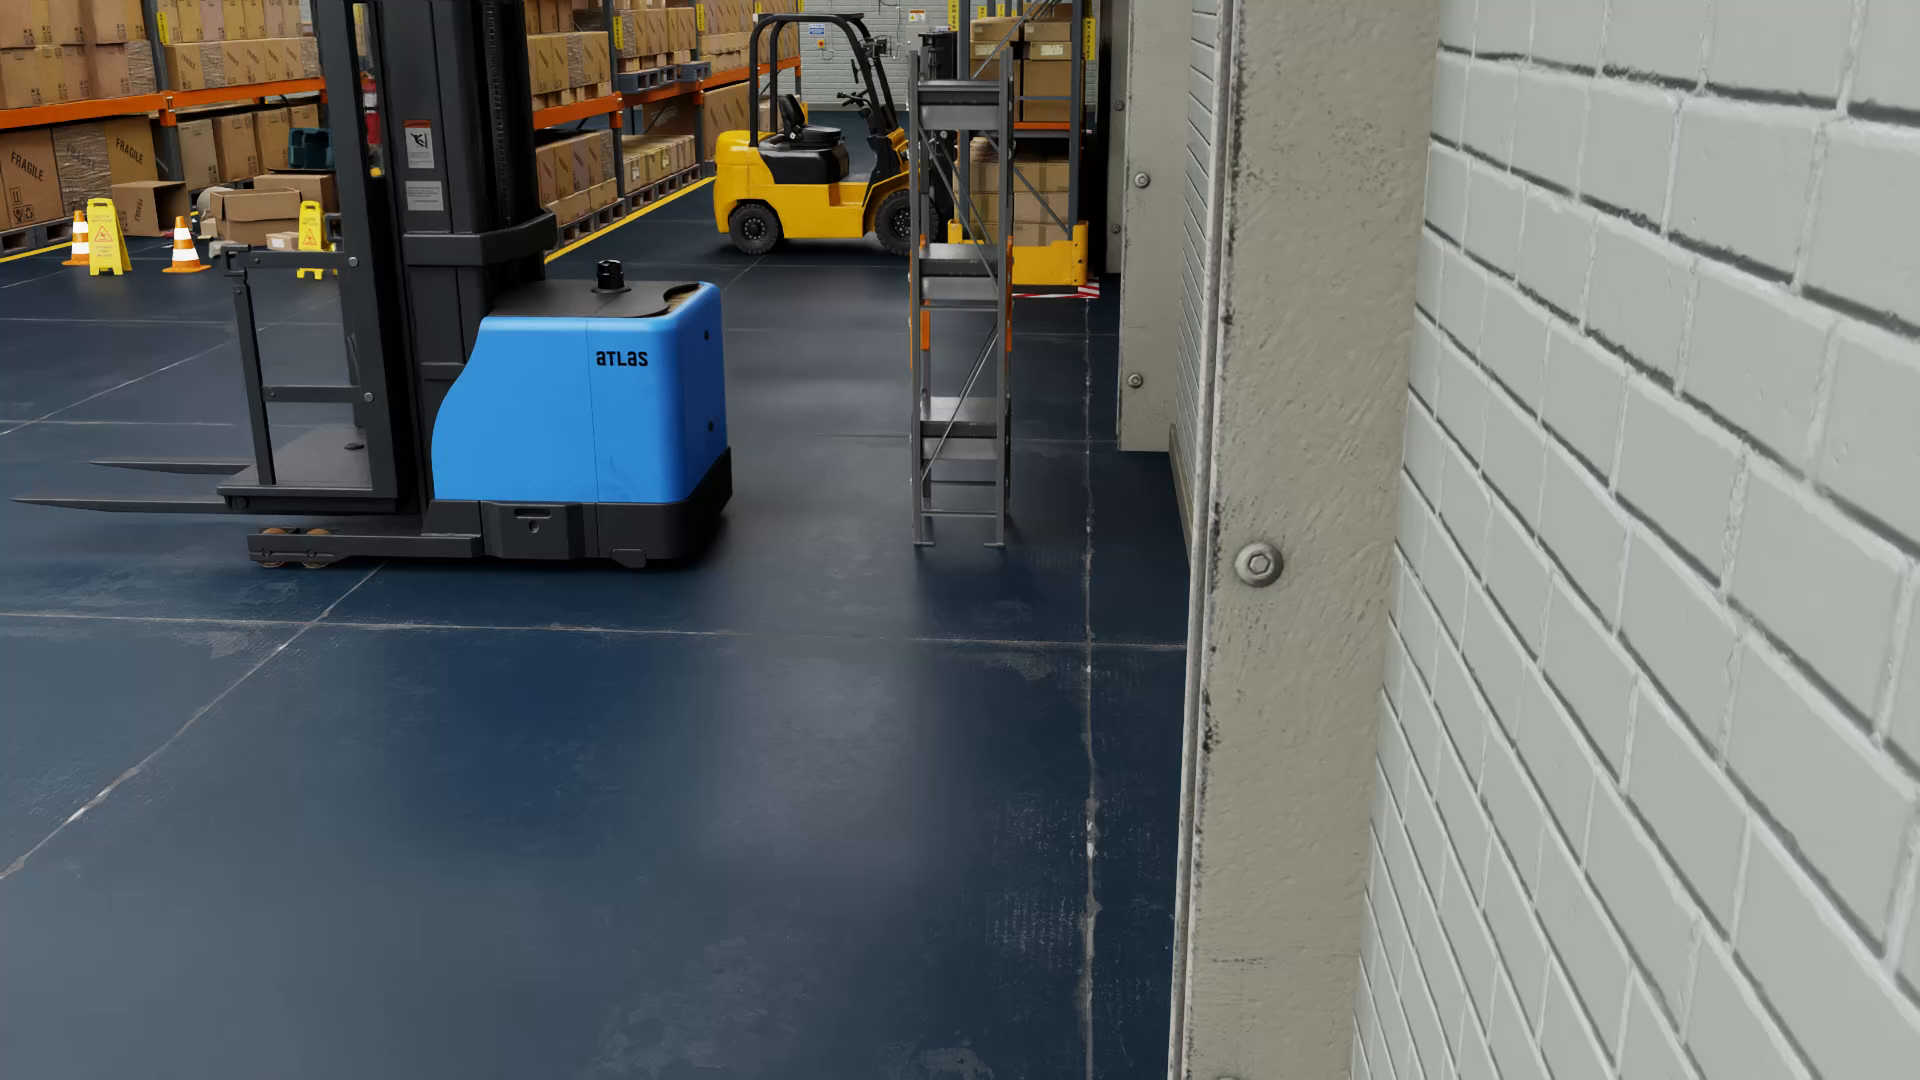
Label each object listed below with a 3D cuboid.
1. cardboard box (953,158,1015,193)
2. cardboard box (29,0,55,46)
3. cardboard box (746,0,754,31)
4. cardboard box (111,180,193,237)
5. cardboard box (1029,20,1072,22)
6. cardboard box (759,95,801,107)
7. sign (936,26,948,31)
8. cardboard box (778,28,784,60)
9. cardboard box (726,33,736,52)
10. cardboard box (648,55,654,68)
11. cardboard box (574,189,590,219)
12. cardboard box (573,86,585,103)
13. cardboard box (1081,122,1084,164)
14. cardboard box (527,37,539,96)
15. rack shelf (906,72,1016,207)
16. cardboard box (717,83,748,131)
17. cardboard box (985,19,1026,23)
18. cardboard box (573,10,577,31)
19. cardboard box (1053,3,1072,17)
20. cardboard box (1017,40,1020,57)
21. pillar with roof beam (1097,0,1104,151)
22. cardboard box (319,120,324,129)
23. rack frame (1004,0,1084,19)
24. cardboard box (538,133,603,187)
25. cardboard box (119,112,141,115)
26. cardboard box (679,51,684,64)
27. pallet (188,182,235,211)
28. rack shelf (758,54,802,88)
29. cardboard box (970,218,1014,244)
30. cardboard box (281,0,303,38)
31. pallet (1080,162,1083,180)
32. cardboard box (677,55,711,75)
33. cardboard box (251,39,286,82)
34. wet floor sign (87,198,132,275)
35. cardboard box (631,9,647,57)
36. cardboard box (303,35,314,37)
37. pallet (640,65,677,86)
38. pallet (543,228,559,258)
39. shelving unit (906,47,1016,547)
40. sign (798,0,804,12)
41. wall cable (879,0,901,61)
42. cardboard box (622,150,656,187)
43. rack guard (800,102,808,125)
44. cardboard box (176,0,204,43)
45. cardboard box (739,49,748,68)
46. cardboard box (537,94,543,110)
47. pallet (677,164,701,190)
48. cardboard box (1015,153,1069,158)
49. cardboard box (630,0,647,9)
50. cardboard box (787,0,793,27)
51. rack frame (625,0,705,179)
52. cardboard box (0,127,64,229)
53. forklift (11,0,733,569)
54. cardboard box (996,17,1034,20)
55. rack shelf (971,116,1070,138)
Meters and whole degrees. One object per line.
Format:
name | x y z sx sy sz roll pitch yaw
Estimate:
cardboard box | 0.214 -3.147 14.347 0.500 0.250 0.500 2 18 6
cardboard box | -9.307 -5.028 15.976 0.875 0.550 0.500 1 18 4
cardboard box | -3.380 -7.844 24.779 0.500 0.500 0.500 2 18 6
cardboard box | -8.205 -3.369 16.897 0.500 0.500 0.500 4 19 13
cardboard box | 0.813 -4.548 14.805 0.380 0.149 0.250 2 18 6
cardboard box | -3.260 -7.483 28.883 0.875 0.438 0.875 1 18 2
sign | -0.339 -10.376 34.424 0.329 0.494 0.001 1 18 4
cardboard box | -3.185 -8.124 27.238 0.500 0.500 0.500 2 18 6
cardboard box | -3.467 -7.014 23.449 0.500 0.250 0.500 2 18 5
cardboard box | -3.767 -5.549 19.269 0.380 0.149 0.250 1 18 4
cardboard box | -4.016 -3.361 16.605 0.500 0.250 0.500 2 18 5
cardboard box | -3.961 -4.440 16.558 0.380 0.149 0.250 1 18 3
cardboard box | 1.375 -5.250 21.969 0.500 0.500 0.500 2 18 6
cardboard box | -4.114 -4.230 14.876 0.500 0.500 0.500 2 18 6
rack shelf | 0.012 -1.701 7.039 0.431 0.518 0.480 1 18 4
cardboard box | -3.620 -6.181 24.206 0.875 0.875 0.875 2 18 6
cardboard box | 0.412 -4.719 15.327 0.380 0.149 0.250 2 18 5
cardboard box | -4.368 -5.518 18.134 0.500 0.500 0.500 1 18 3
cardboard box | 1.725 -8.239 26.310 0.500 0.500 0.500 1 18 2
cardboard box | 0.335 -4.335 14.633 0.380 0.149 0.250 1 18 4
pillar with roof beam | -1.993 -10.499 25.014 9.100 9.000 0.400 1 18 4
cardboard box | -8.525 -5.528 22.818 0.500 0.500 0.500 1 18 2
rack frame | 1.066 -6.114 21.265 1.000 3.000 0.127 1 18 4
cardboard box | -3.982 -3.883 16.993 0.500 0.500 0.500 2 18 5
cardboard box | -13.509 -6.678 25.723 1.225 0.875 0.875 1 18 4
cardboard box | -3.621 -5.955 20.507 0.380 0.149 0.250 0 18 1
pallet | -9.137 -3.977 19.220 1.003 0.211 1.213 1 18 4
rack shelf | -3.455 -7.745 27.398 1.077 0.370 4.000 1 18 4
cardboard box | 0.211 -2.675 14.512 0.500 0.250 0.500 1 18 4
cardboard box | -8.872 -6.686 21.245 0.700 0.500 0.500 1 18 4
pallet | 1.157 -5.020 22.404 1.003 0.211 1.213 1 18 4
cardboard box | -3.600 -6.299 22.069 0.500 0.250 0.500 1 18 3
cardboard box | -8.668 -5.894 20.433 0.500 0.500 0.500 1 18 3
wet floor sign | -7.431 -2.646 14.462 0.267 0.644 0.232 -2 18 -6
cardboard box | -3.817 -5.665 18.580 0.500 0.500 0.500 1 18 4
cardboard box | -8.595 -6.670 22.212 0.380 0.149 0.250 2 18 6
pallet | -3.987 -5.517 19.750 1.003 0.211 1.213 1 18 4
pallet | -4.360 -2.689 15.290 1.003 0.211 1.213 1 18 4
shelving unit | 0.012 -1.049 7.253 0.431 2.100 0.503 1 18 4
sign | -2.772 -9.355 28.915 0.100 0.325 0.005 1 18 4
wall cable | -1.516 -10.915 34.284 0.588 1.984 0.122 1 18 4
cardboard box | -4.089 -4.318 19.331 0.950 0.372 0.625 2 18 7
rack guard | -3.310 -7.528 29.594 1.175 0.500 0.348 1 18 4
cardboard box | -9.052 -5.897 18.837 0.700 0.500 0.500 1 18 3
cardboard box | -3.417 -7.092 24.489 0.500 0.250 0.500 1 18 3
cardboard box | -4.075 -4.039 15.335 0.380 0.149 0.250 2 18 5
pallet | -3.943 -4.656 21.293 1.003 0.211 1.213 1 18 4
cardboard box | 0.748 -3.298 14.805 0.500 0.250 0.500 1 18 4
cardboard box | -3.811 -6.156 19.038 0.380 0.149 0.250 2 18 7
cardboard box | -3.117 -8.913 28.040 0.500 0.500 0.500 1 18 4
rack frame | -3.886 -6.224 21.599 1.000 3.000 0.127 1 18 4
cardboard box | -9.360 -3.493 16.005 0.875 0.875 0.875 1 18 3
forklift | -2.611 -1.433 7.090 3.031 2.935 1.130 1 18 3
cardboard box | 0.549 -5.193 16.773 0.380 0.149 0.250 2 18 5
rack shelf | 0.636 -4.002 15.659 0.919 0.124 3.809 1 18 4
